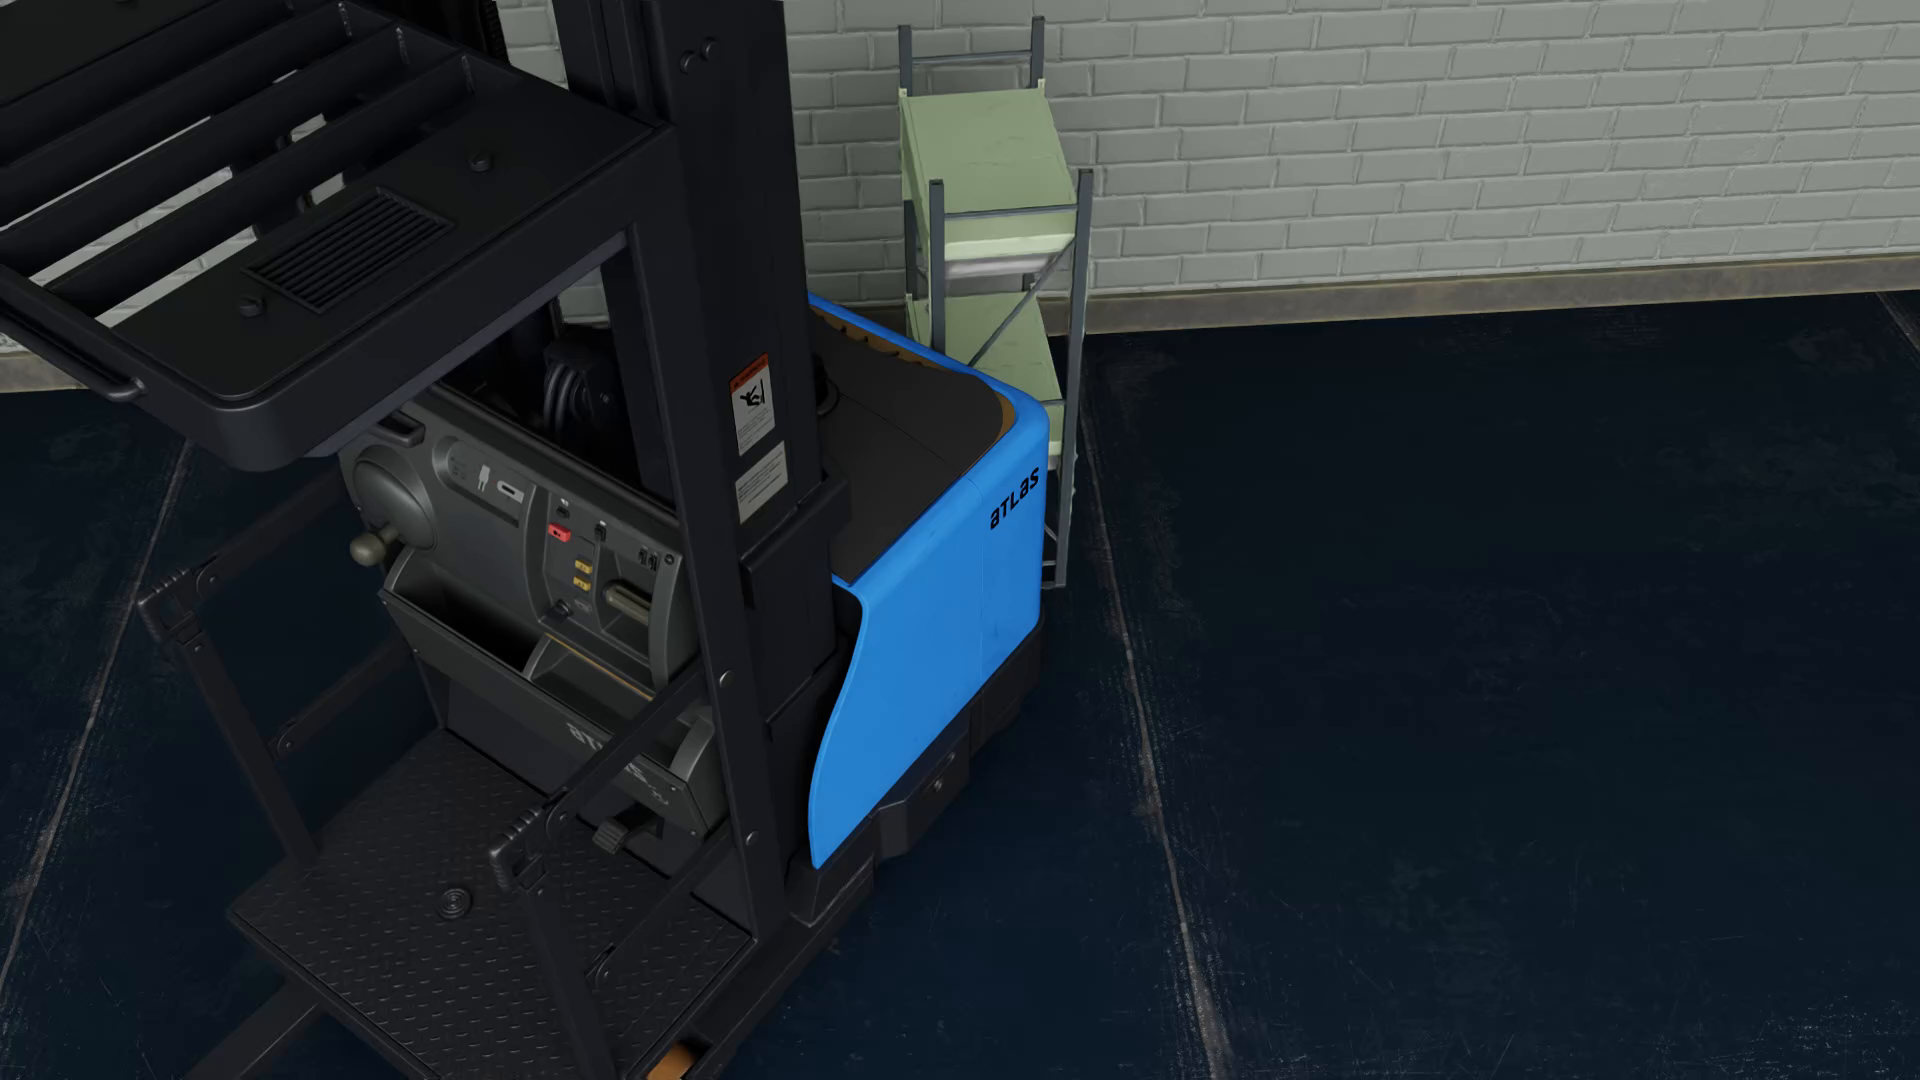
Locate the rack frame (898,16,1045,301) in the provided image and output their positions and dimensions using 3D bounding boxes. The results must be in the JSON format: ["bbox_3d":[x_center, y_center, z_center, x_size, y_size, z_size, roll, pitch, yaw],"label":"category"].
[{"bbox_3d":[0.032,-0.889,5.059,0.400,1.500,0.023,-5,47,-5],"label":"rack frame"}]

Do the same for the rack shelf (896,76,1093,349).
[{"bbox_3d":[0.079,-0.894,4.526,0.431,0.370,0.720,-5,47,-5],"label":"rack shelf"}]

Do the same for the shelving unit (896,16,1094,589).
[{"bbox_3d":[0.079,-0.625,4.809,0.431,1.500,0.755,-5,47,-5],"label":"shelving unit"}]

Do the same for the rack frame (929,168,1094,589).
[{"bbox_3d":[0.125,-0.362,4.560,0.400,1.500,0.023,-5,47,-5],"label":"rack frame"}]

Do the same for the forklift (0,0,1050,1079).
[{"bbox_3d":[-1.027,0.064,3.171,1.130,2.935,3.031,27,52,24],"label":"forklift"}]

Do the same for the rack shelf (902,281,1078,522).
[{"bbox_3d":[0.079,-0.401,5.046,0.431,0.370,0.720,-5,47,-5],"label":"rack shelf"}]
